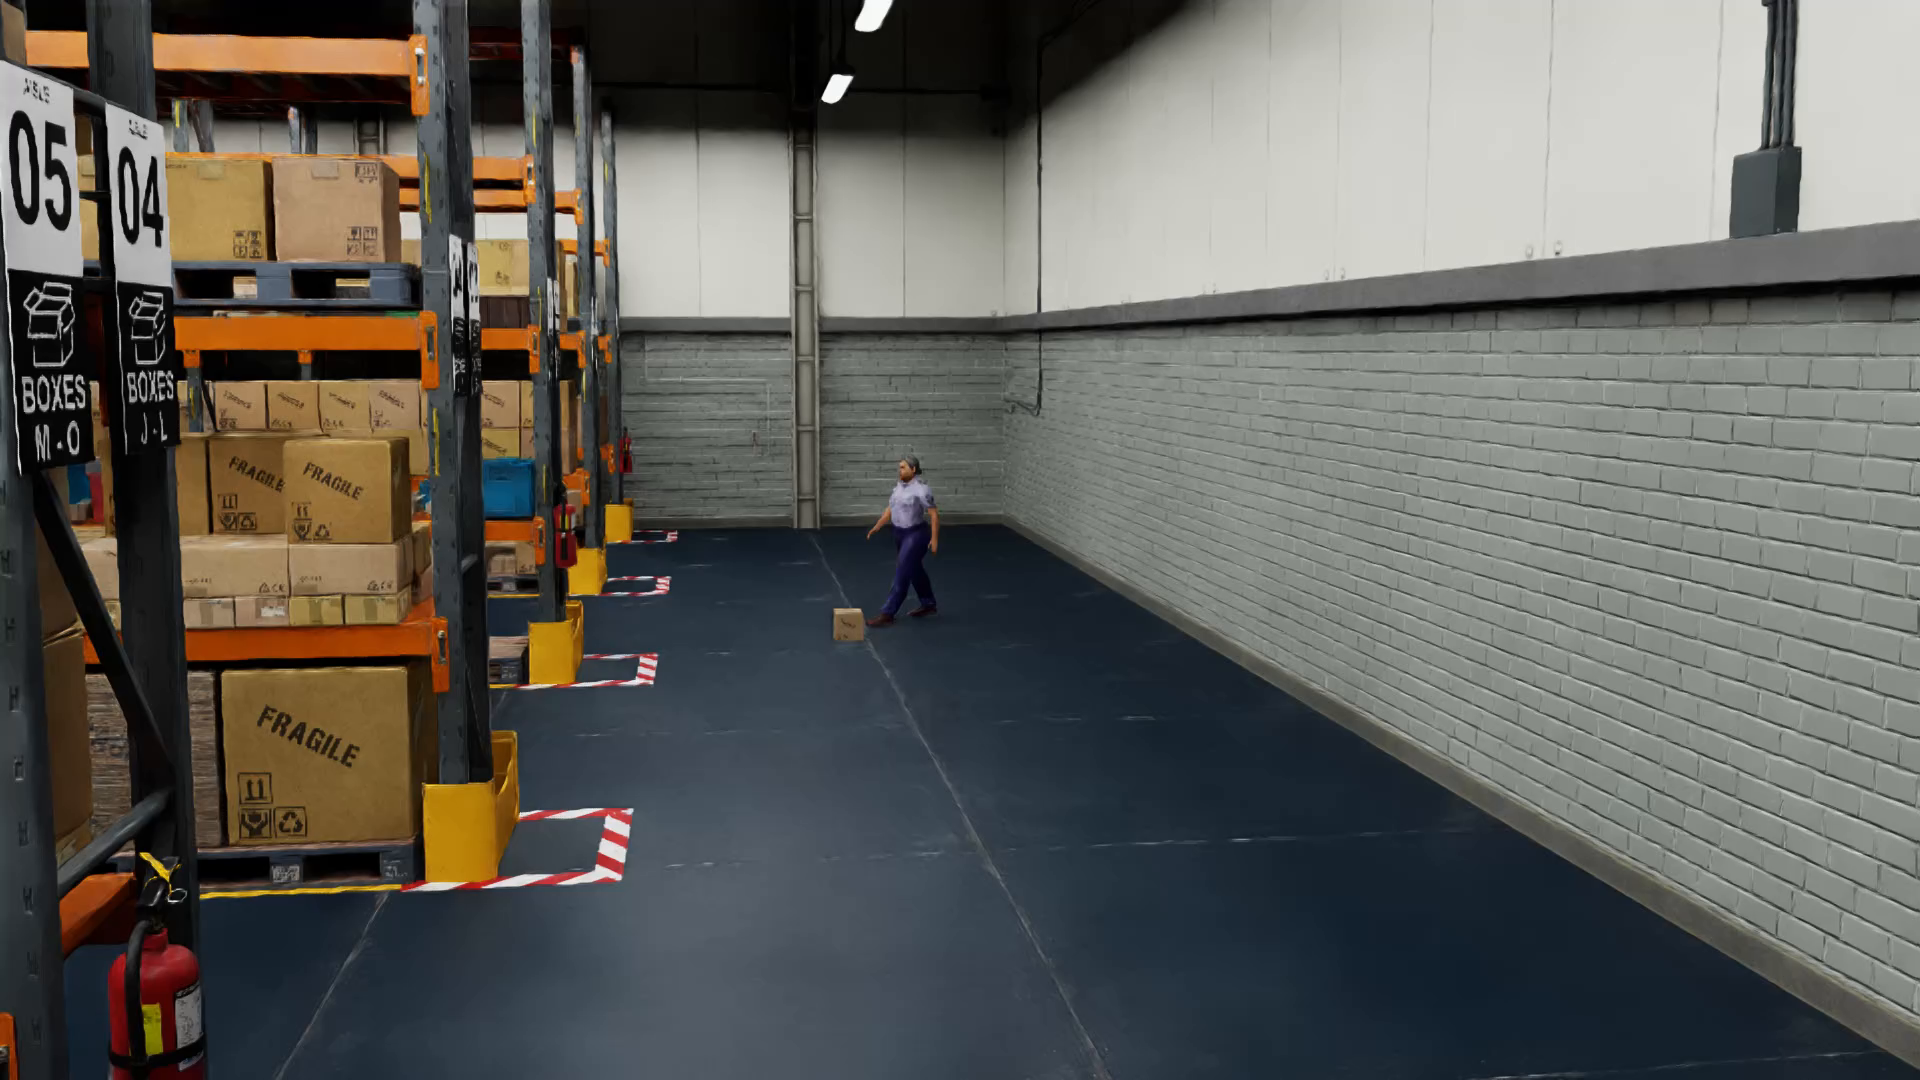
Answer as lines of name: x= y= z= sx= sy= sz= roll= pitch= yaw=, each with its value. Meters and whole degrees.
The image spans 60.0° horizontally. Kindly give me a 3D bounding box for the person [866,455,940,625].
person: x=-0.531 y=-0.013 z=16.003 sx=0.940 sy=1.599 sz=0.629 roll=-5 pitch=8 yaw=-35
